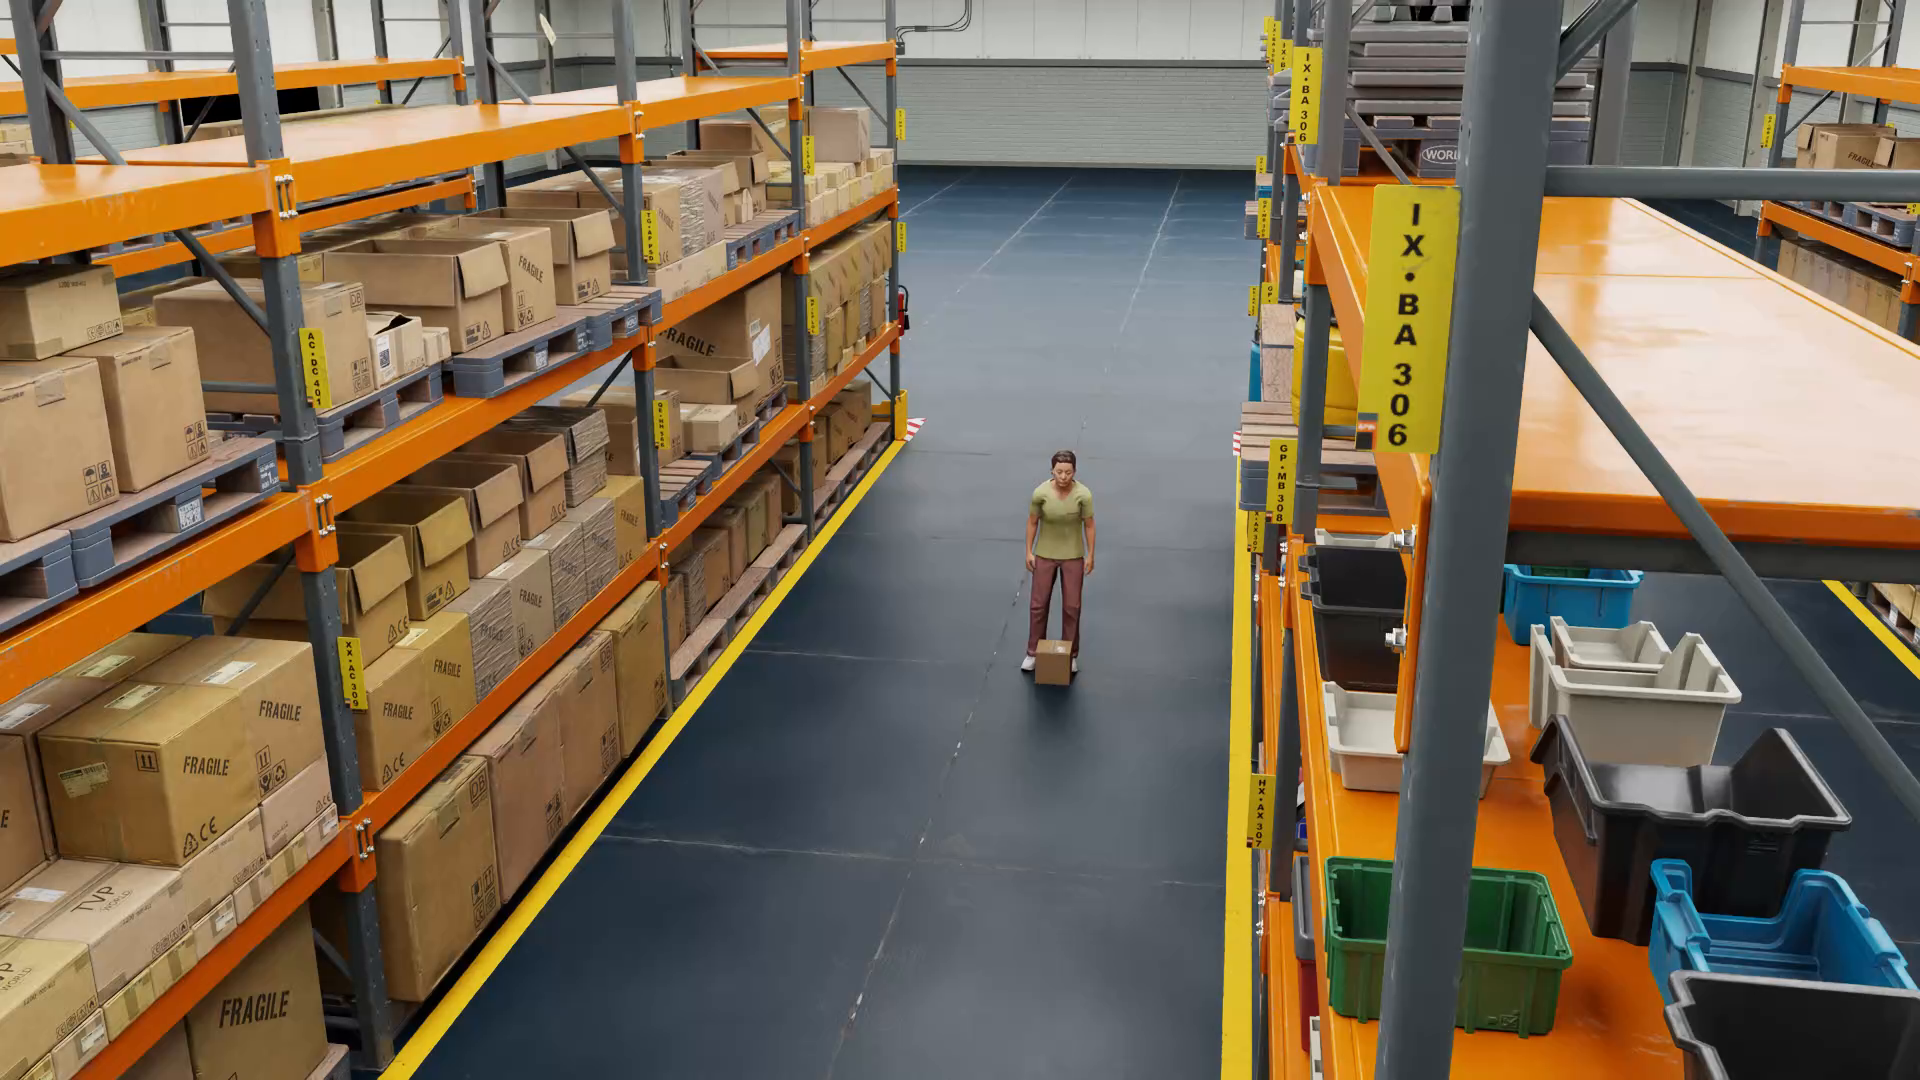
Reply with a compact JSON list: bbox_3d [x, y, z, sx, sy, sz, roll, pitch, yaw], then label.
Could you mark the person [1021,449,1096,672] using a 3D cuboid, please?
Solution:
[{"bbox_3d":[0.723,0.140,12.125,0.521,1.672,0.358,2,18,6],"label":"person"}]
